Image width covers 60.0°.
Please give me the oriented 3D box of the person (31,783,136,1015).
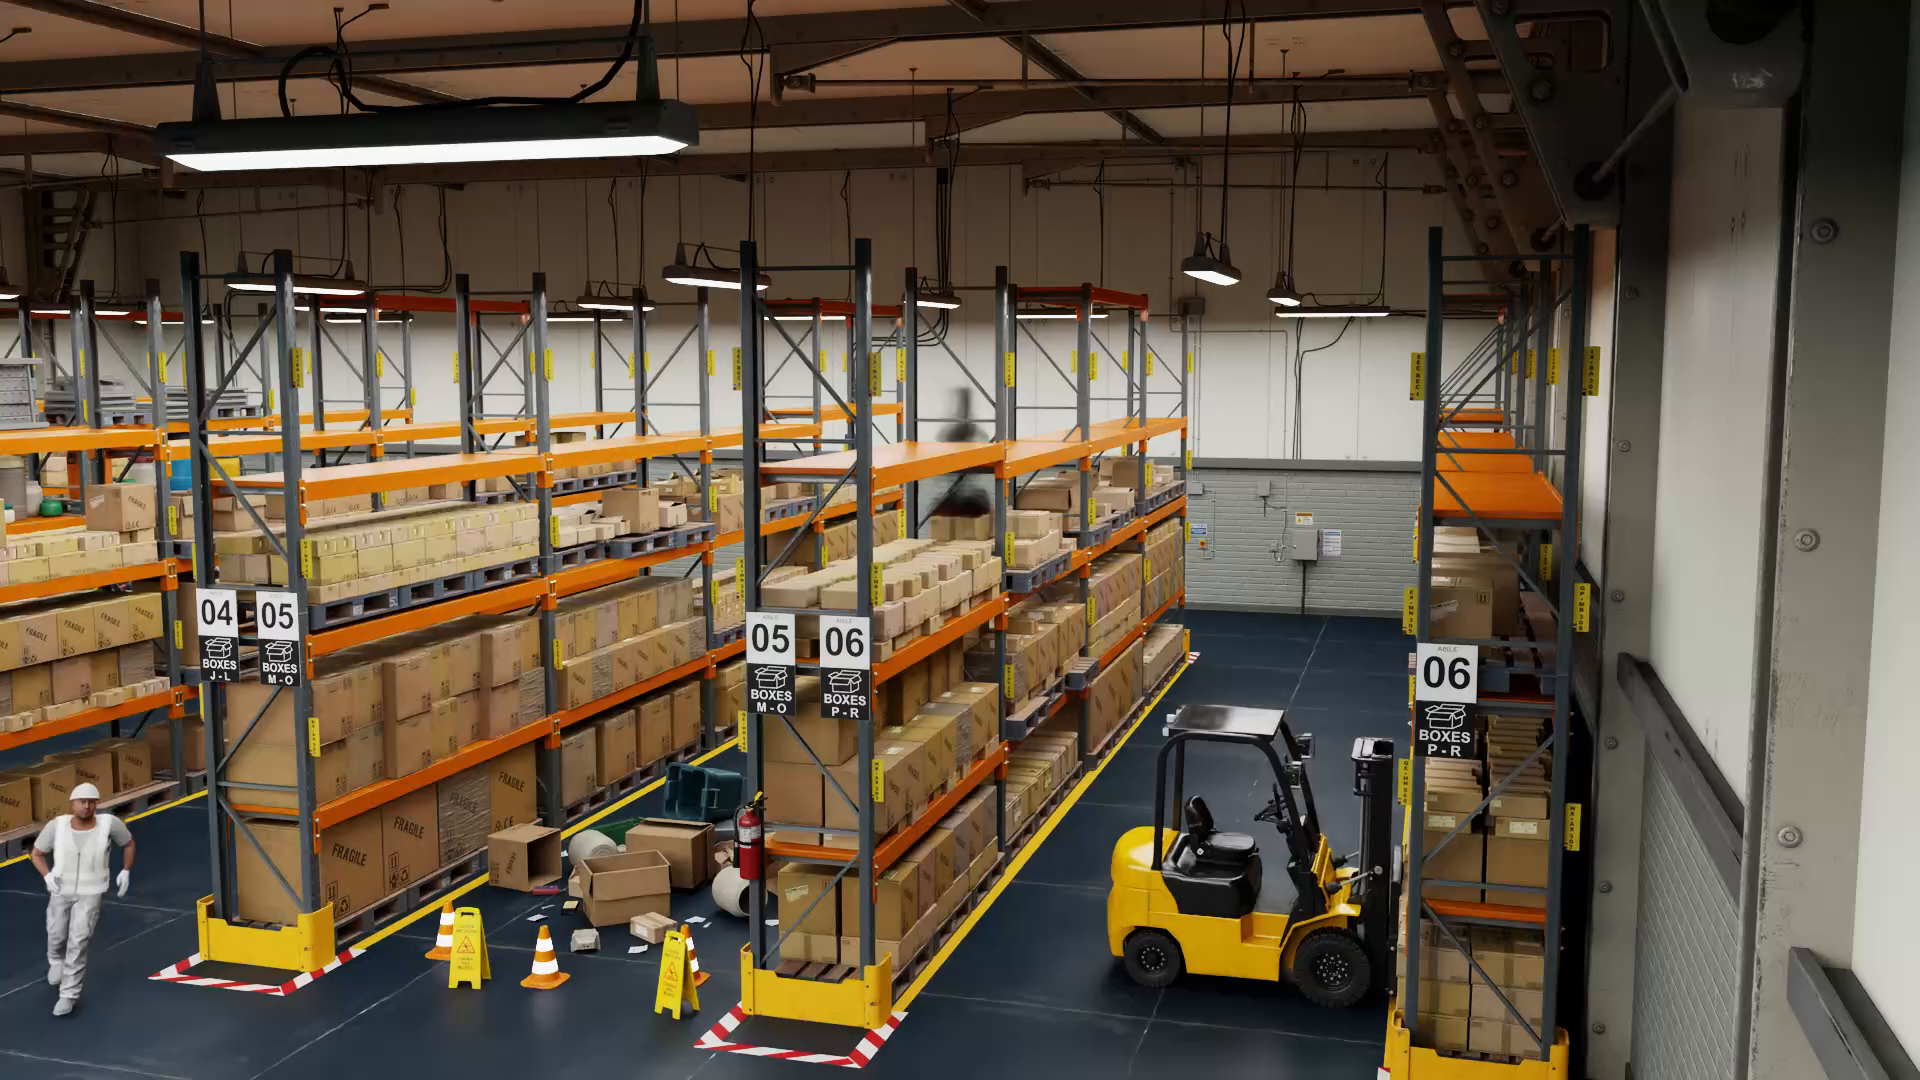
[{"bbox_3d":[-7.013,2.802,13.327,0.741,1.753,0.863,-3,7,-22],"label":"person"}]
